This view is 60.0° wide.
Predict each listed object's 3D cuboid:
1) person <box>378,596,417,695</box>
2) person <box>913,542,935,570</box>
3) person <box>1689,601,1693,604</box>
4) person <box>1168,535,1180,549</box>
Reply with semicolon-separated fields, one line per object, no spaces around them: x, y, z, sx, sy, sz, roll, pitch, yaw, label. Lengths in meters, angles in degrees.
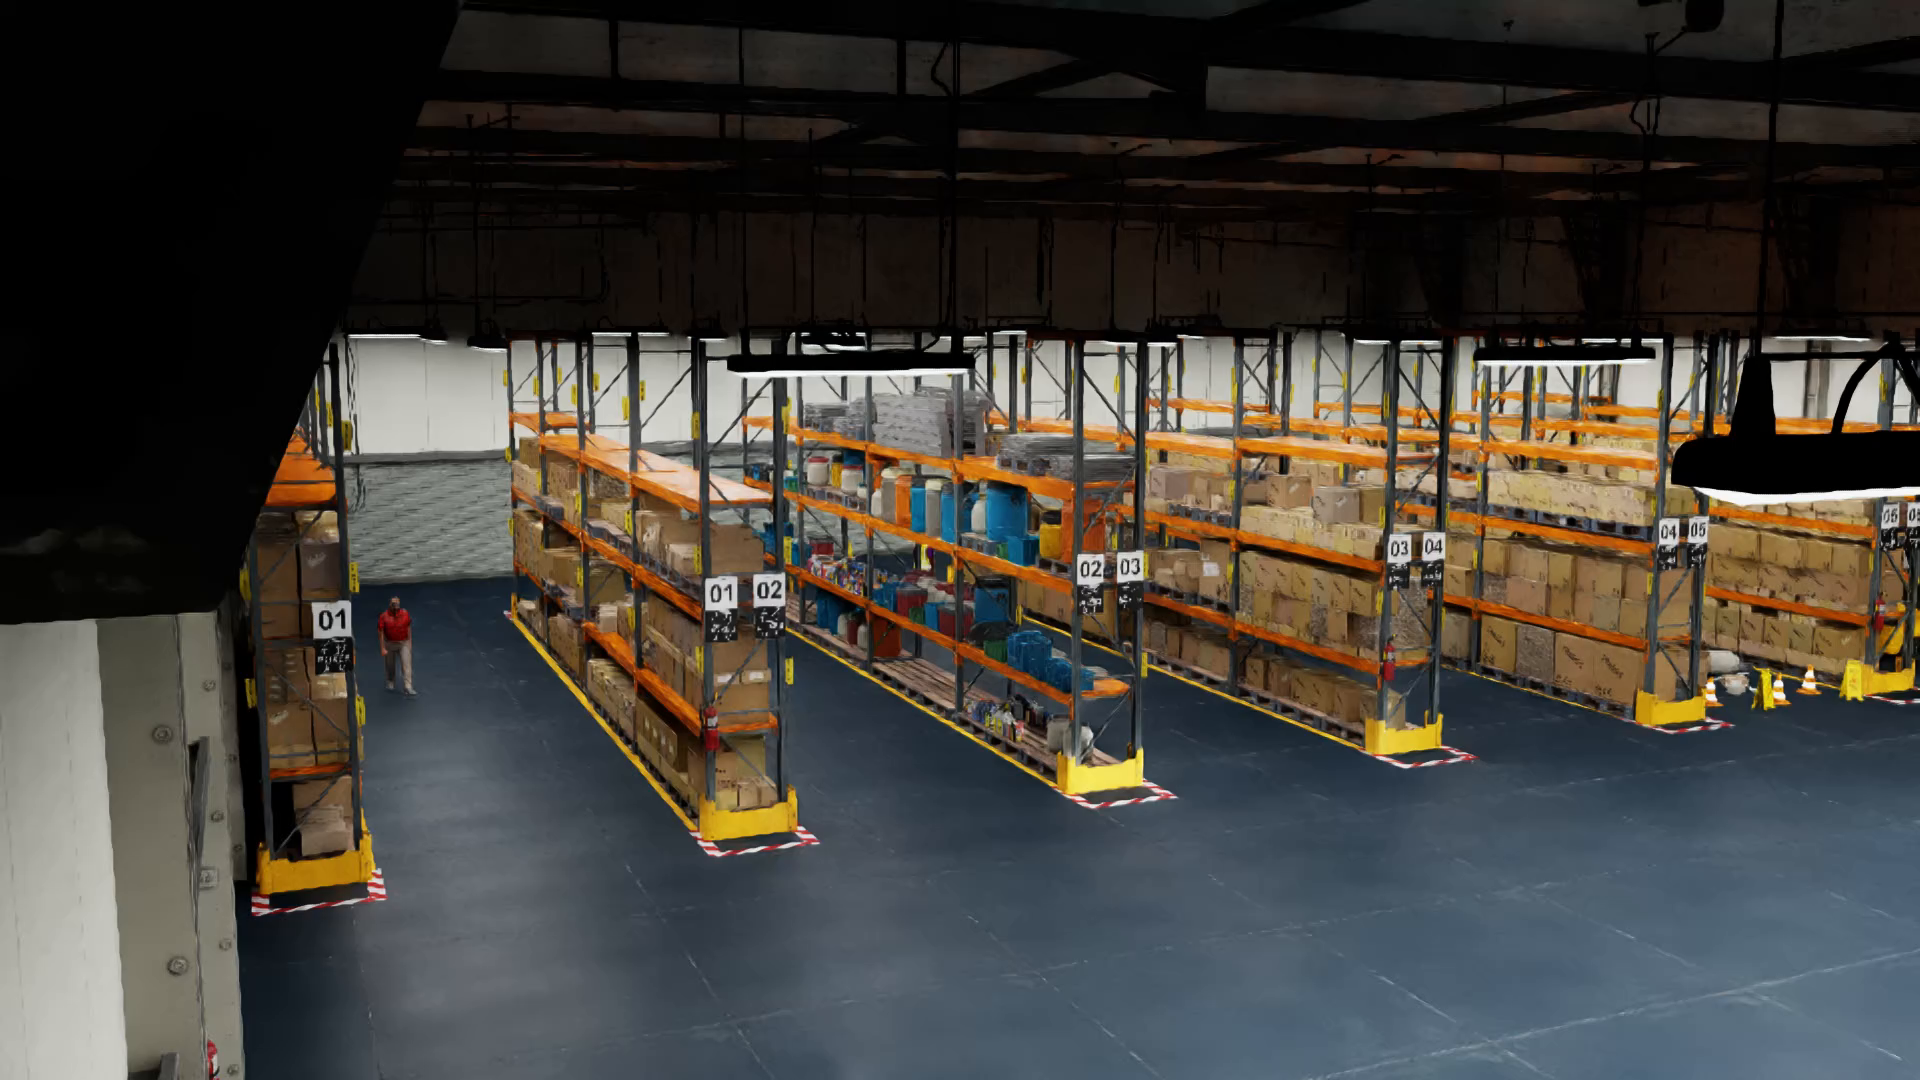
-9.393;1.736;27.684;0.547;1.640;1.116;-4;9;-25;person
-0.732;0.612;35.501;0.464;1.772;0.645;-8;11;-44;person
15.771;0.497;36.400;0.585;1.763;0.682;0;8;0;person
5.338;-0.172;41.790;0.550;1.666;0.621;-8;11;-44;person
